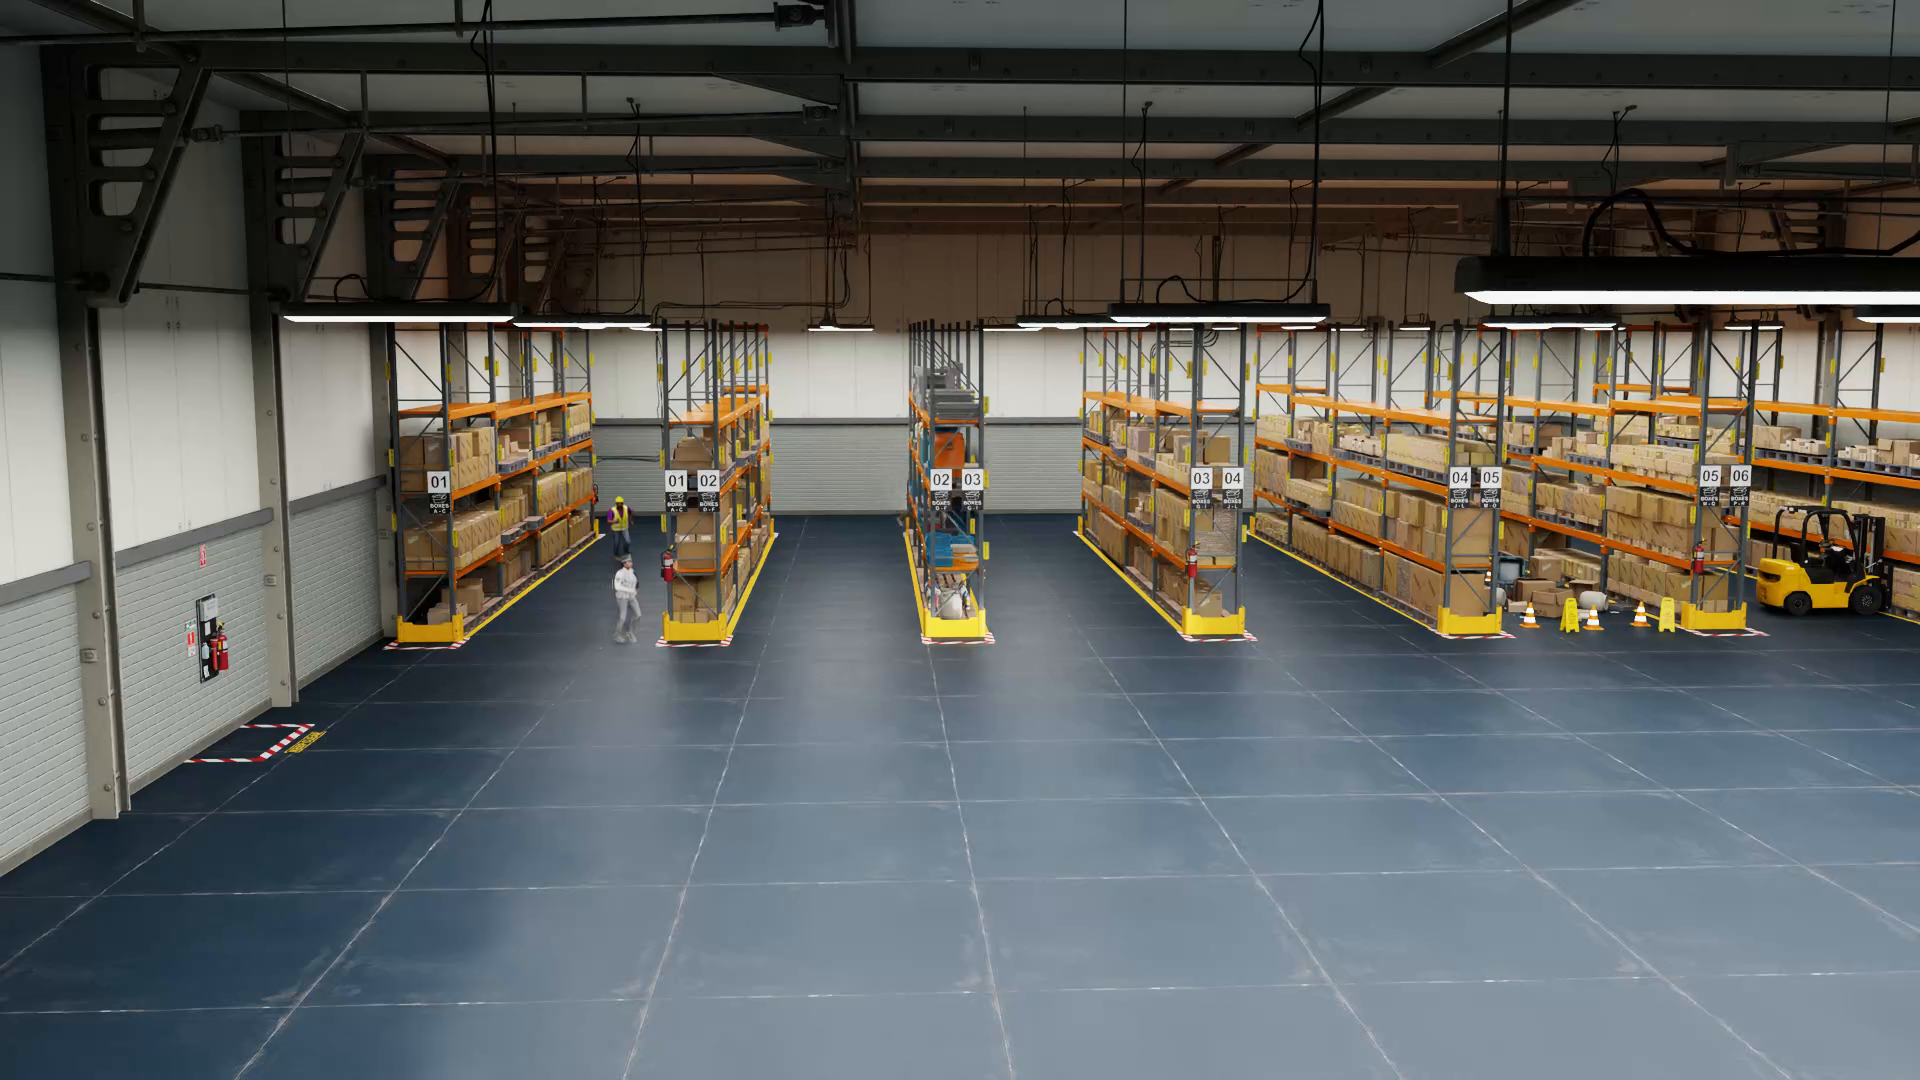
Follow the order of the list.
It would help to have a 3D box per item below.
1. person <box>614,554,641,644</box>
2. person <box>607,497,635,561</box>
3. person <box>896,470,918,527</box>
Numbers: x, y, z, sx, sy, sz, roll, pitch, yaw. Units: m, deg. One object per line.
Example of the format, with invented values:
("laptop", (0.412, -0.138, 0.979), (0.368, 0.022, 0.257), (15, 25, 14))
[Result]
("person", (-6.173, 1.102, 30.802), (0.693, 1.704, 0.563), (6, 9, 40))
("person", (-8.482, -0.250, 41.596), (0.728, 1.704, 0.964), (-3, 8, -23))
("person", (-1.467, -1.214, 49.289), (0.840, 1.745, 0.768), (0, 7, 2))
